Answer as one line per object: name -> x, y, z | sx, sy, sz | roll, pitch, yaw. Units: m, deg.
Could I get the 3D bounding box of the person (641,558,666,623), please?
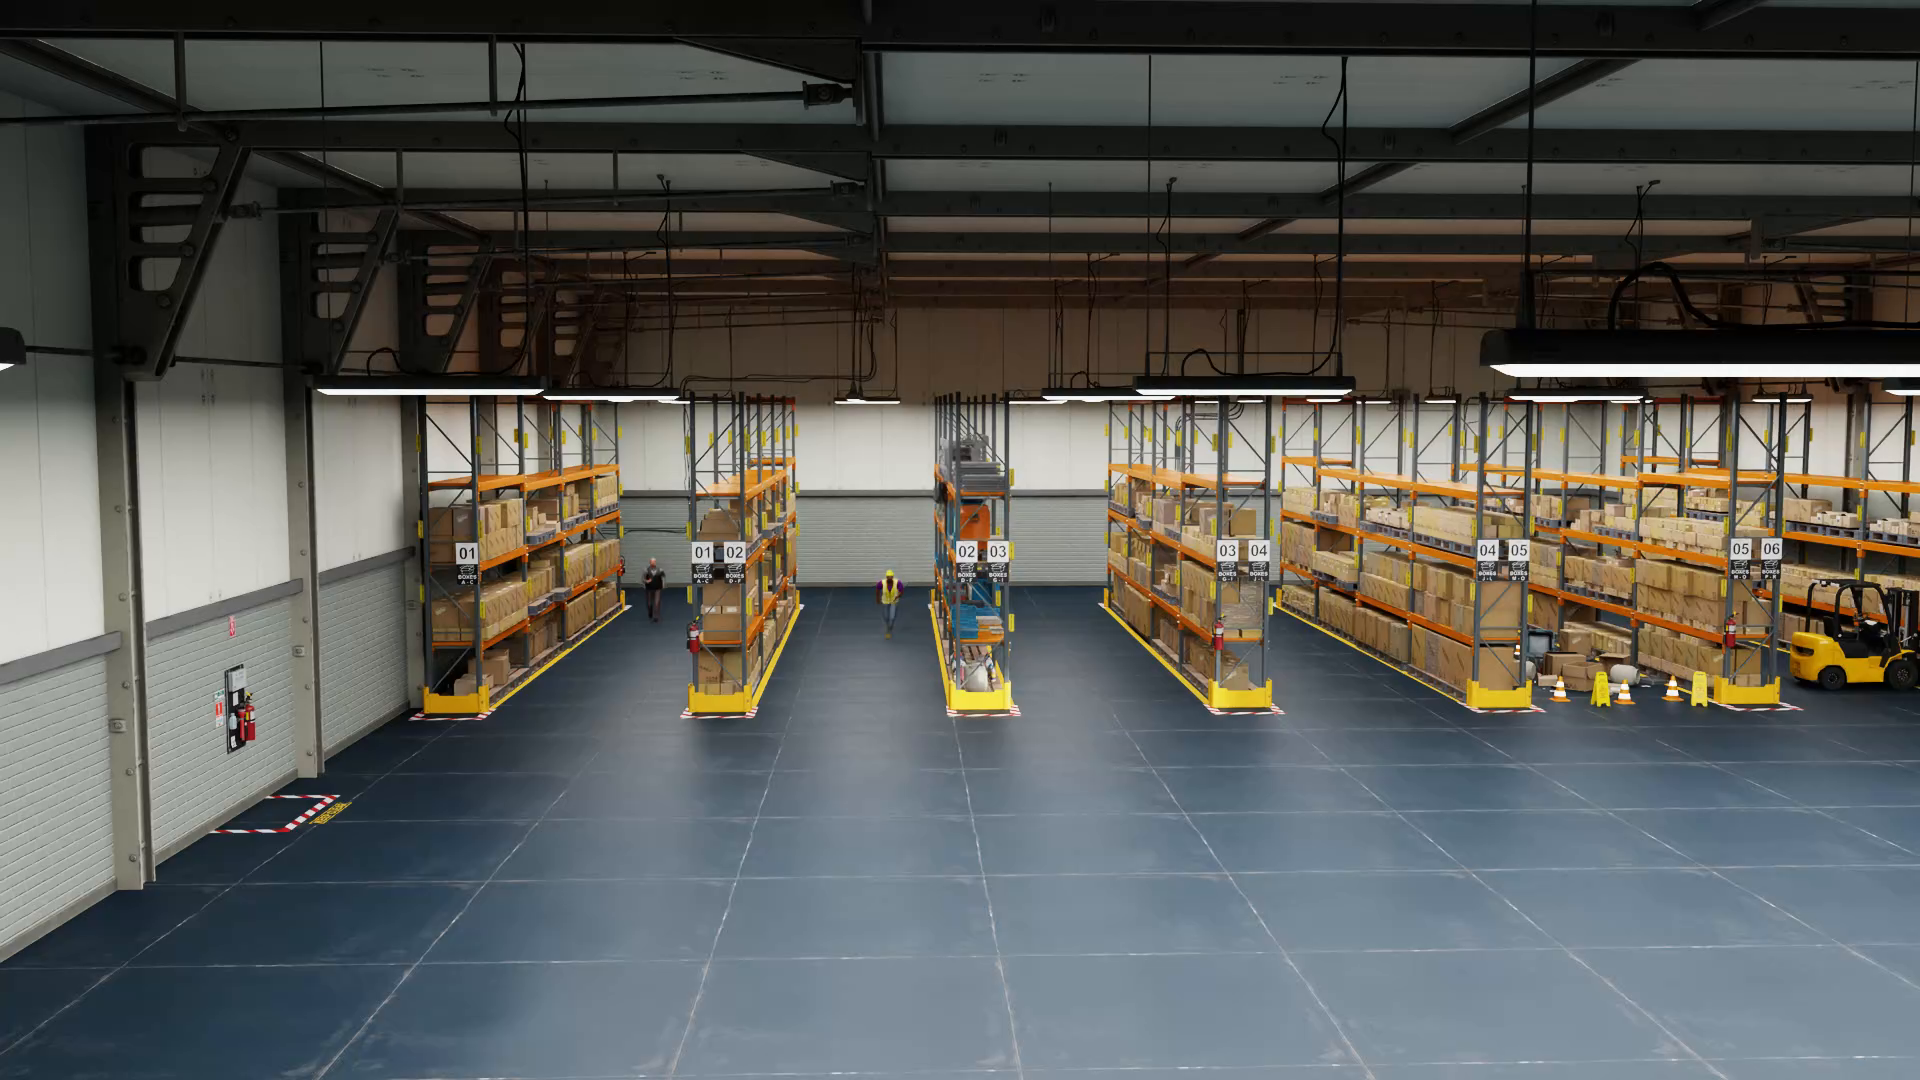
person -> -8.134, 1.331, 44.179 | 0.664, 1.699, 0.905 | -1, 5, -9

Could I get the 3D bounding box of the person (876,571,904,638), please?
person -> -1.747, 1.584, 41.382 | 0.698, 1.691, 0.765 | 0, 5, -4
